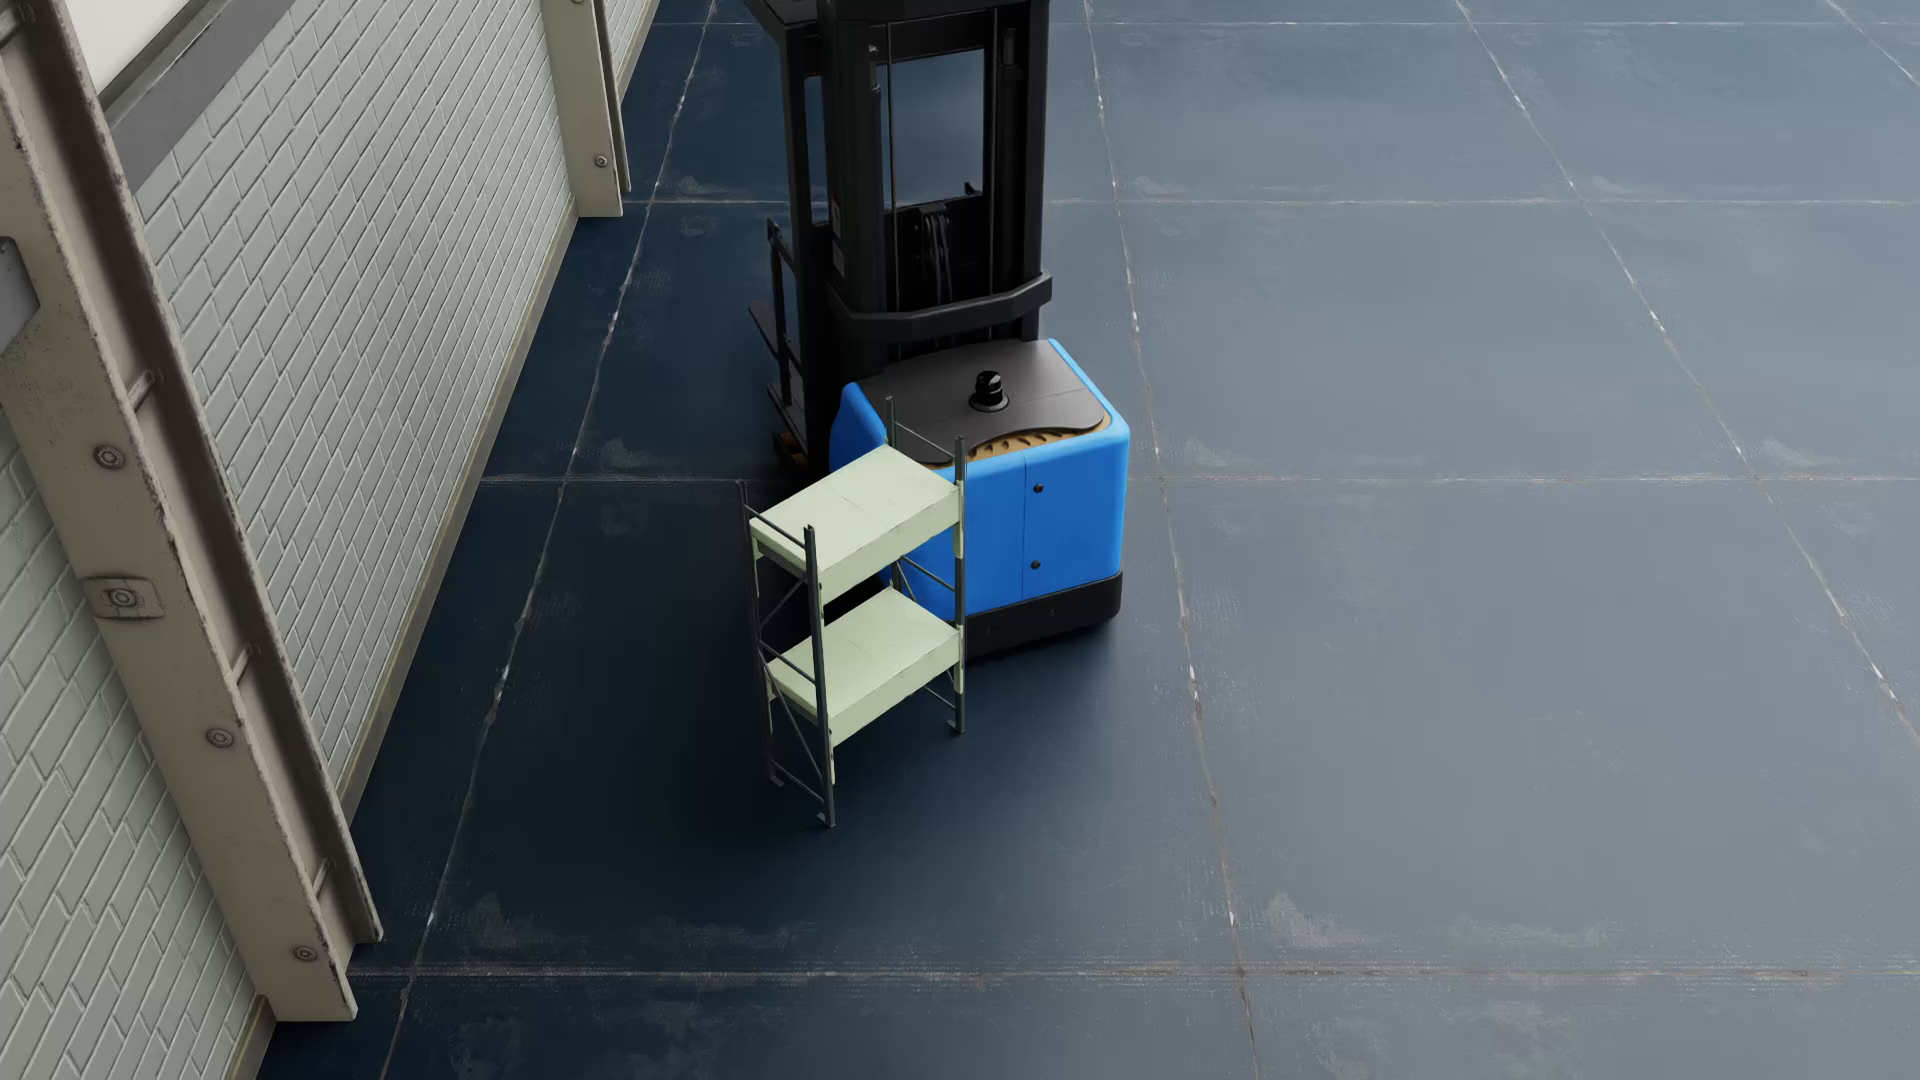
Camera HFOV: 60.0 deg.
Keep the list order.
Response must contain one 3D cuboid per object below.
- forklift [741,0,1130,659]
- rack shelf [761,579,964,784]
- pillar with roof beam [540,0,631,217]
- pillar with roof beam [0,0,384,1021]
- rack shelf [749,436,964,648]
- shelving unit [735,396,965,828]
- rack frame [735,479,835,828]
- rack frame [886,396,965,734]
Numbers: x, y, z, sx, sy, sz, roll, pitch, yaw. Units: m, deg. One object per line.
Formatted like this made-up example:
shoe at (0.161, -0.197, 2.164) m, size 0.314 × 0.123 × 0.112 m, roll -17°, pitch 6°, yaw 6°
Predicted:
forklift at (-0.302, -1.507, 7.533) m, size 1.130 × 2.935 × 3.031 m, roll -14°, pitch 41°, yaw -17°
rack shelf at (-0.387, 0.553, 6.627) m, size 0.431 × 0.370 × 0.720 m, roll 32°, pitch 48°, yaw 33°
pillar with roof beam at (2.002, -5.692, 7.902) m, size 9.100 × 9.000 × 0.400 m, roll 0°, pitch 39°, yaw 0°
pillar with roof beam at (2.009, -1.940, 3.220) m, size 9.100 × 9.000 × 0.400 m, roll 0°, pitch 39°, yaw 0°
rack shelf at (-0.387, -0.006, 6.179) m, size 0.431 × 0.370 × 0.720 m, roll 32°, pitch 48°, yaw 33°
shelving unit at (-0.387, 0.299, 6.424) m, size 0.431 × 1.500 × 0.755 m, roll 32°, pitch 48°, yaw 33°
rack frame at (-0.644, 0.462, 6.220) m, size 0.400 × 1.500 × 0.023 m, roll 32°, pitch 48°, yaw 33°
rack frame at (-0.130, 0.136, 6.627) m, size 0.400 × 1.500 × 0.023 m, roll 32°, pitch 48°, yaw 33°
